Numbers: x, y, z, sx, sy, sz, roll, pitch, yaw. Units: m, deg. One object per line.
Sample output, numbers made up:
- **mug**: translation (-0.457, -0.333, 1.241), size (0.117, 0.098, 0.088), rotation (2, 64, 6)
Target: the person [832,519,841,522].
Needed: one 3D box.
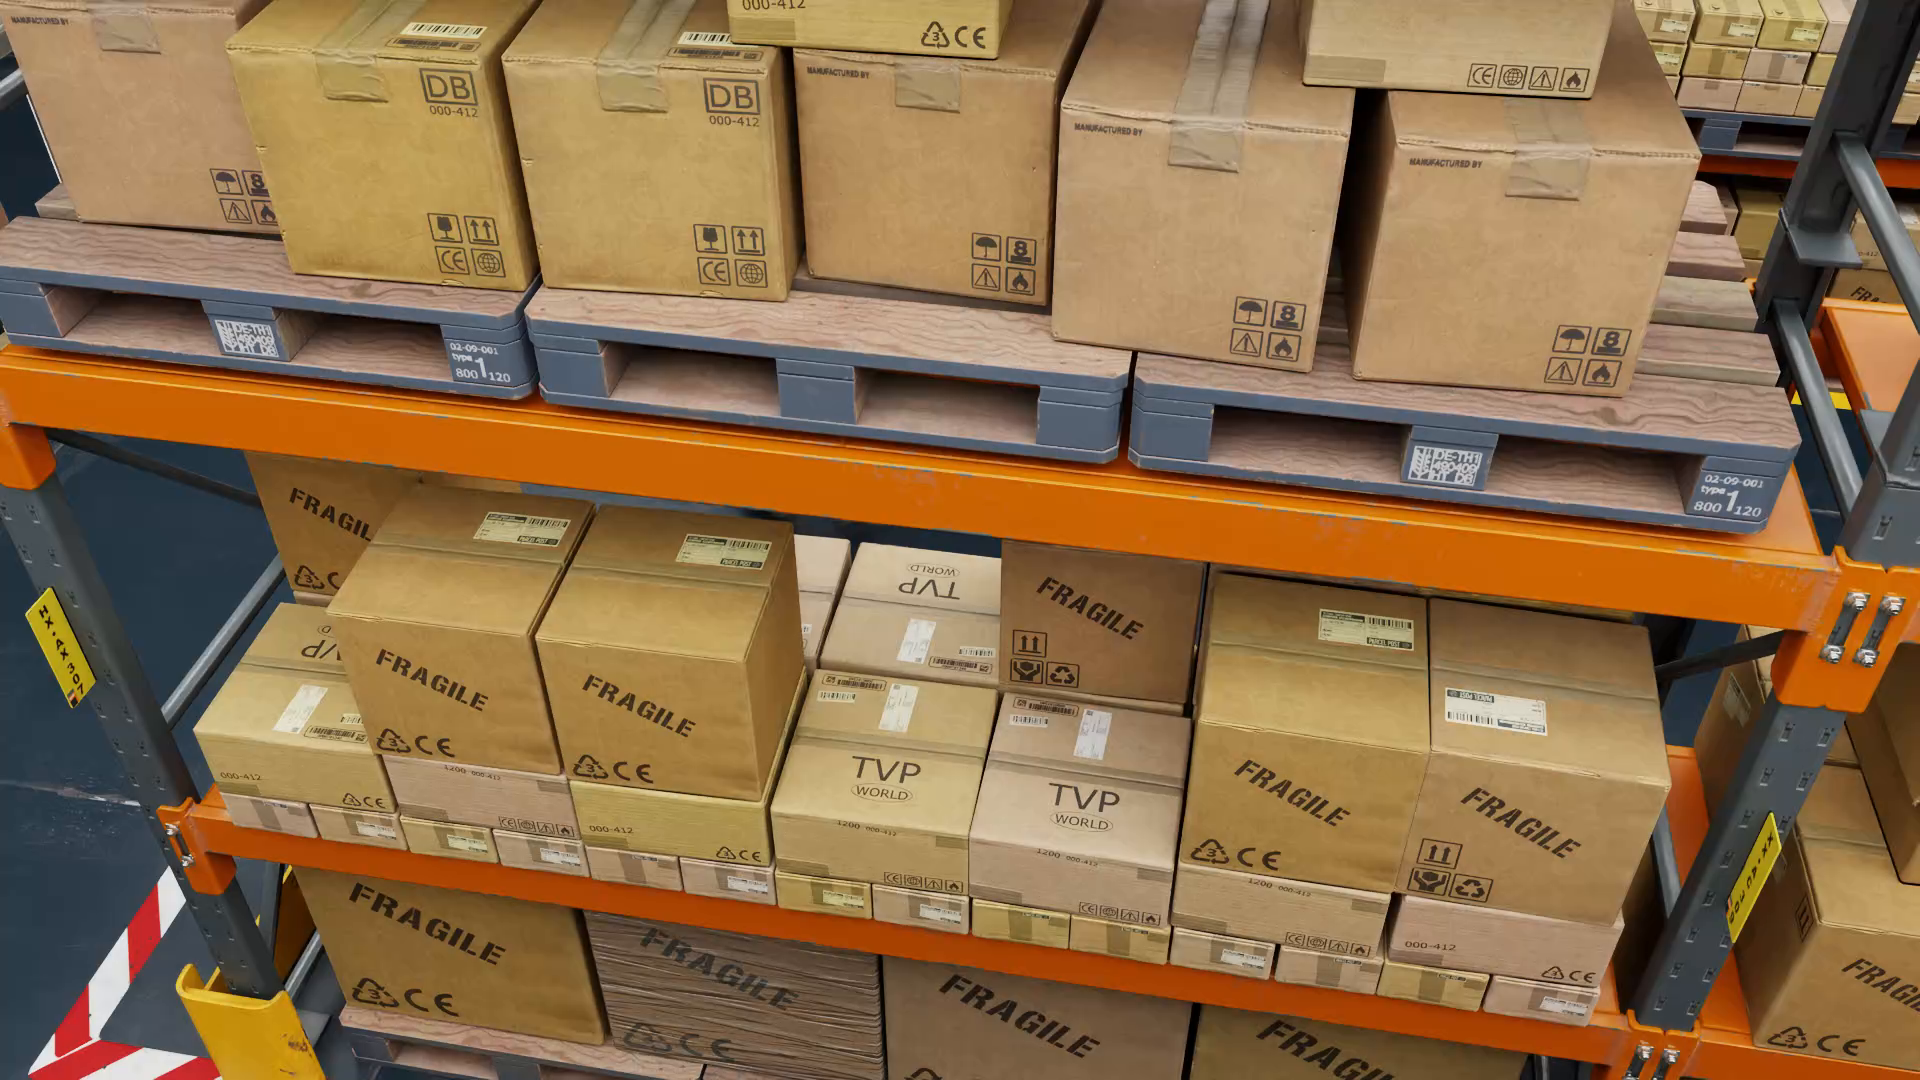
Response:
- **person**: translation (-0.768, -0.805, 7.087), size (0.550, 1.735, 0.898), rotation (-28, 48, -29)
